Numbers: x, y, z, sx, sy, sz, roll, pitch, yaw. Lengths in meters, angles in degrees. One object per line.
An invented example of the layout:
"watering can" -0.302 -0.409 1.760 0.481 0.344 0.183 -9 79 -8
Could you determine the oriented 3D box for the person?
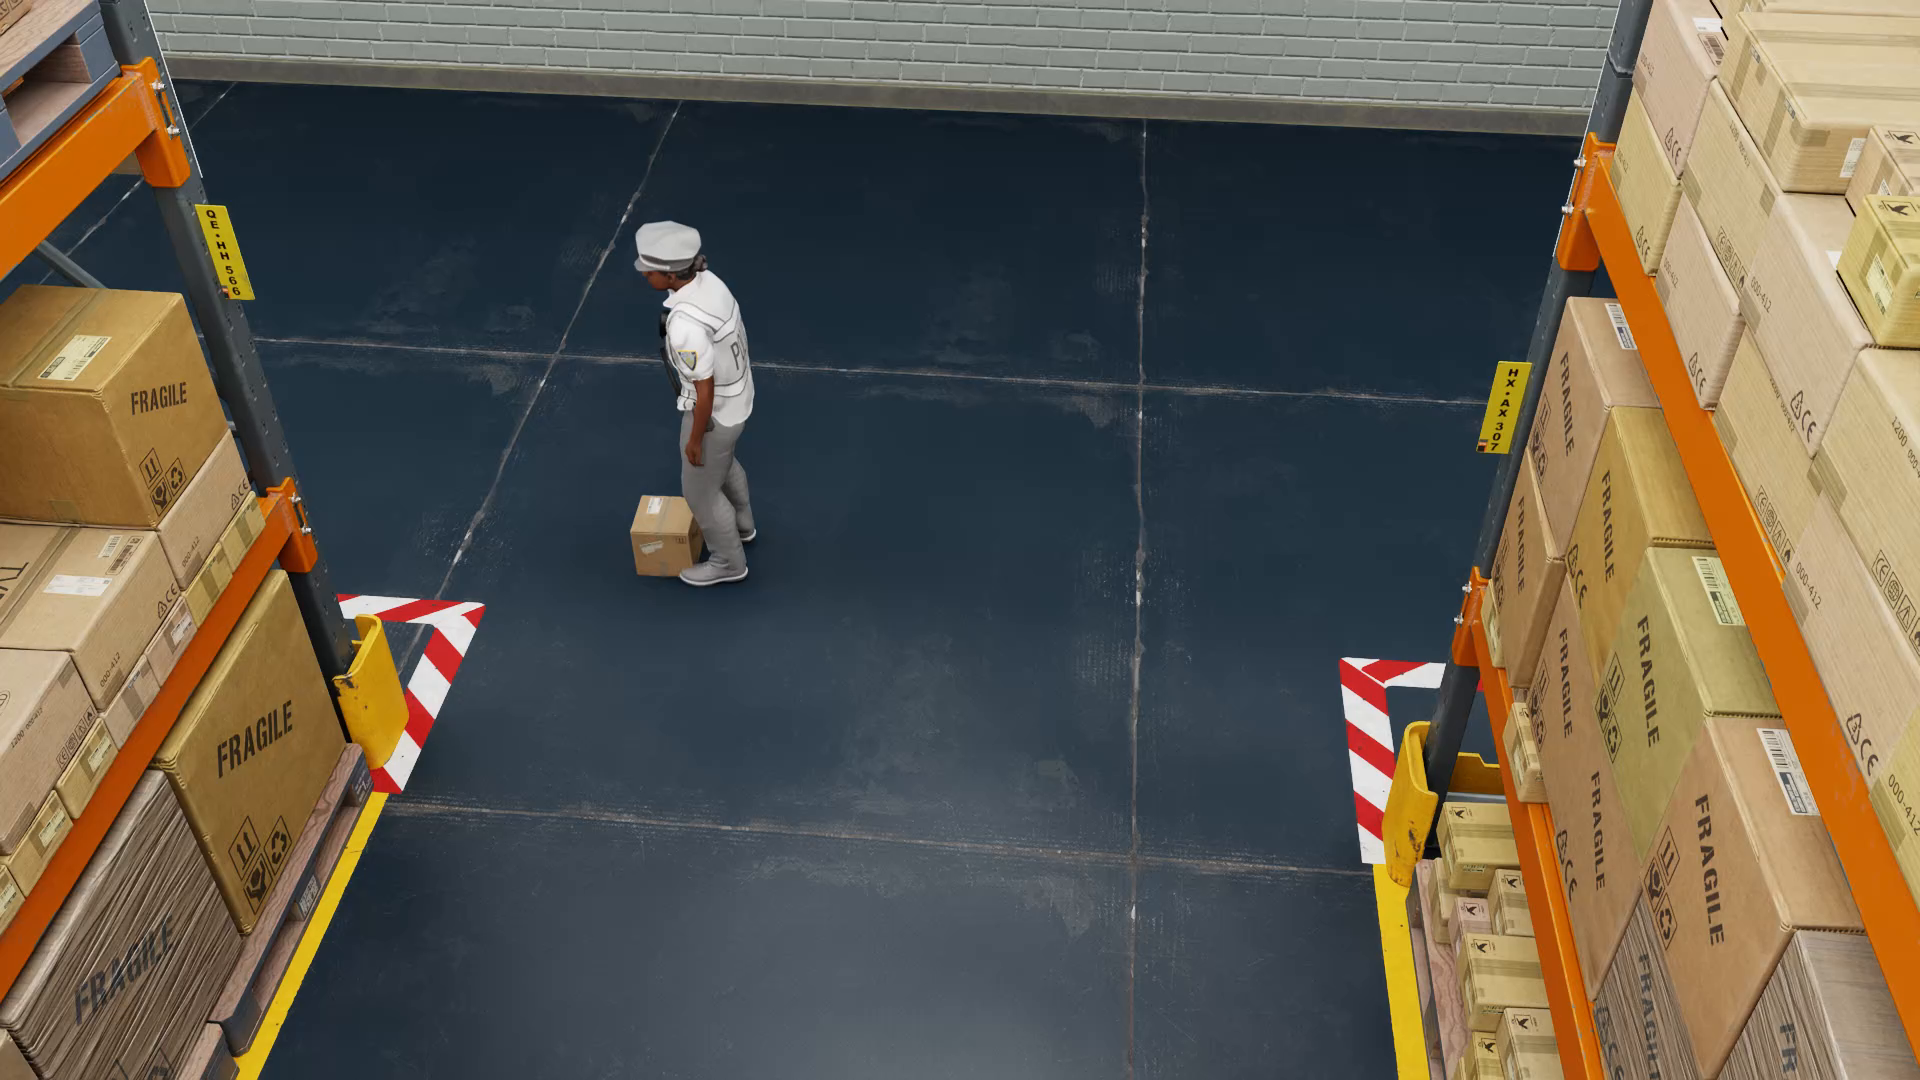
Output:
"person" -1.039 -0.545 6.800 0.395 1.658 0.525 1 40 1
